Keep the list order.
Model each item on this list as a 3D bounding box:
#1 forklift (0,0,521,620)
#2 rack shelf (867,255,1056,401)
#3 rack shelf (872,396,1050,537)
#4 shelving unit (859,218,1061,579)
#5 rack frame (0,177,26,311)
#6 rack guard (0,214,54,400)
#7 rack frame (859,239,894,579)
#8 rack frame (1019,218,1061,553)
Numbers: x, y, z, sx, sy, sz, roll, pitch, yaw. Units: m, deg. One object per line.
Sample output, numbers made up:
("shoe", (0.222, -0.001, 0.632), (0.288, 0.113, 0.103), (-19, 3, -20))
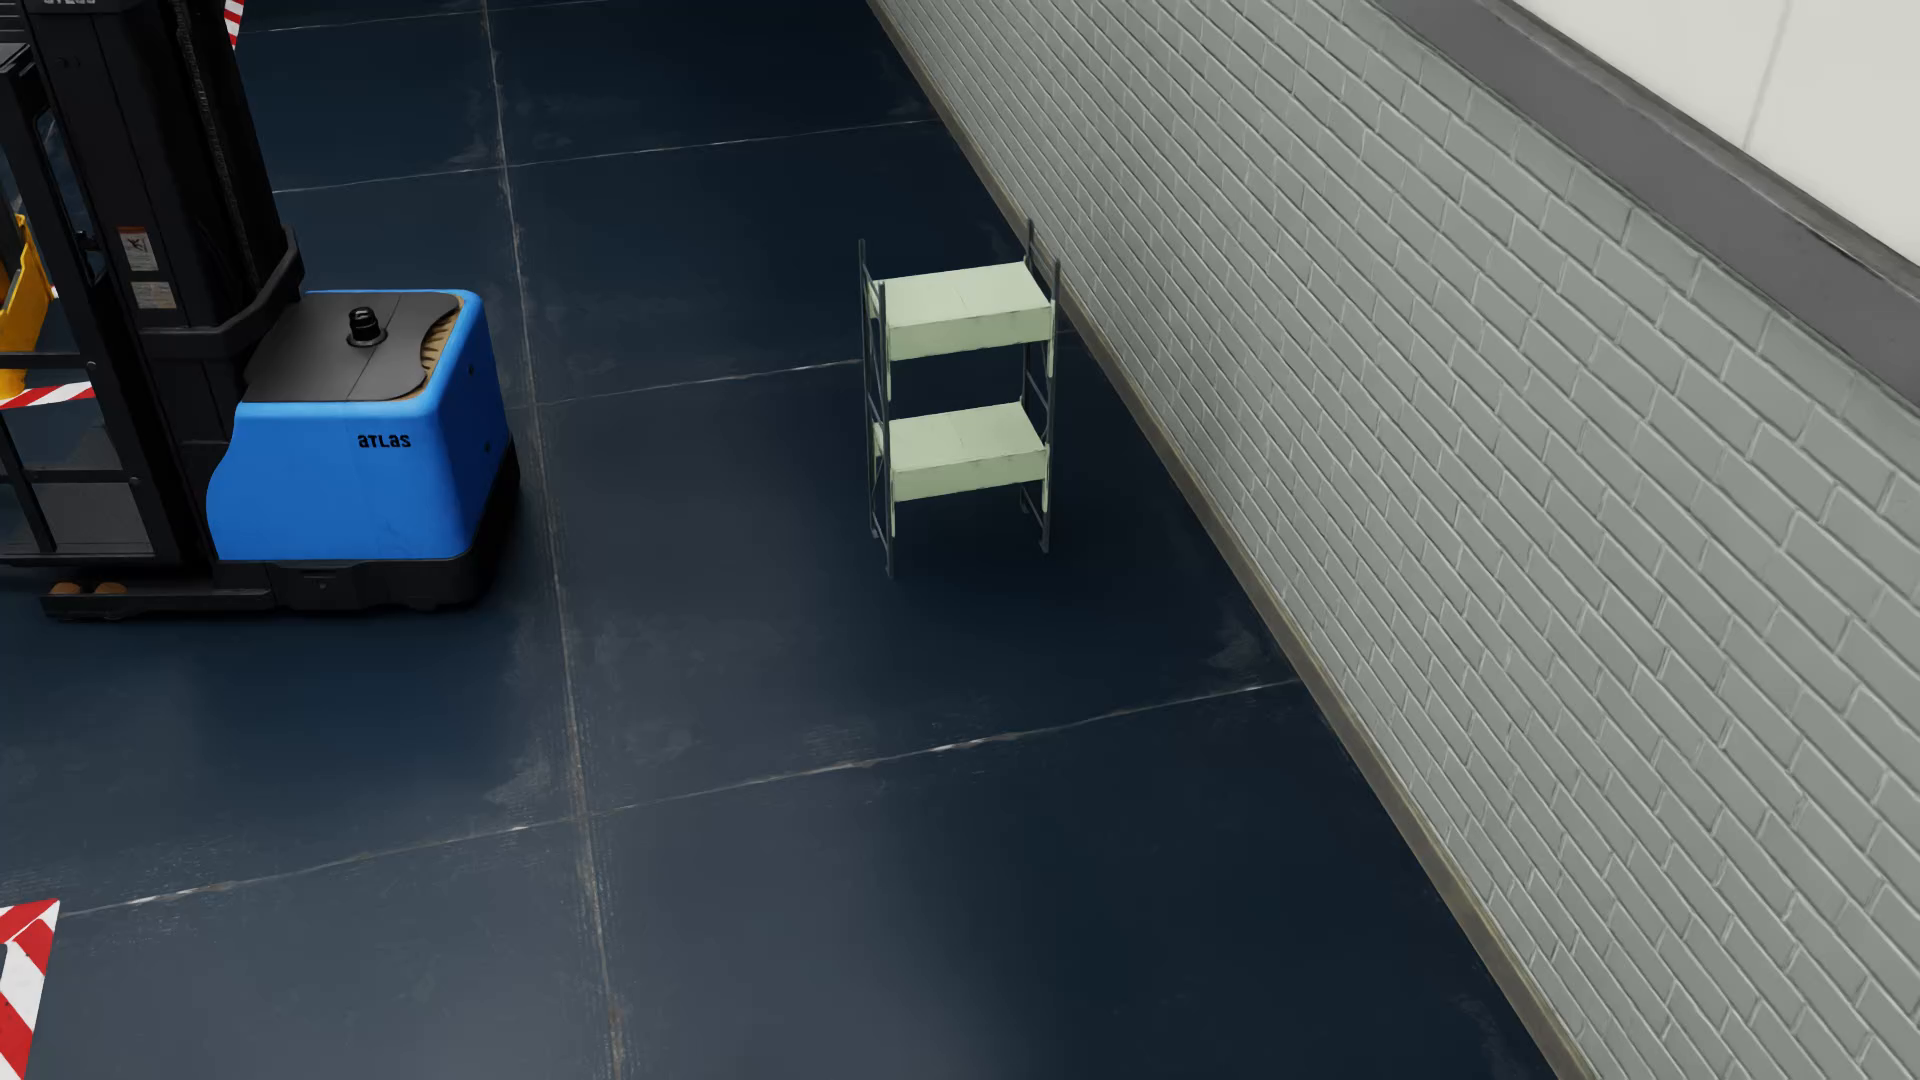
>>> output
("forklift", (-3.630, -1.137, 6.825), (3.031, 2.935, 1.130), (0, 37, -1))
("rack shelf", (-0.006, -0.905, 7.056), (0.720, 0.370, 0.431), (-9, 38, -12))
("rack shelf", (-0.006, -0.336, 7.491), (0.720, 0.370, 0.431), (-9, 38, -12))
("shelving unit", (-0.006, -0.595, 7.293), (0.755, 1.500, 0.431), (-9, 38, -12))
("rack frame", (-5.176, -2.270, 8.249), (0.127, 3.000, 1.000), (-9, 38, -12))
("rack guard", (-5.249, -1.265, 8.993), (0.348, 0.500, 1.175), (-9, 38, -12))
("rack frame", (-0.360, -0.537, 7.217), (0.023, 1.500, 0.400), (-9, 38, -12))
("rack frame", (0.347, -0.653, 7.369), (0.023, 1.500, 0.400), (-9, 38, -12))
